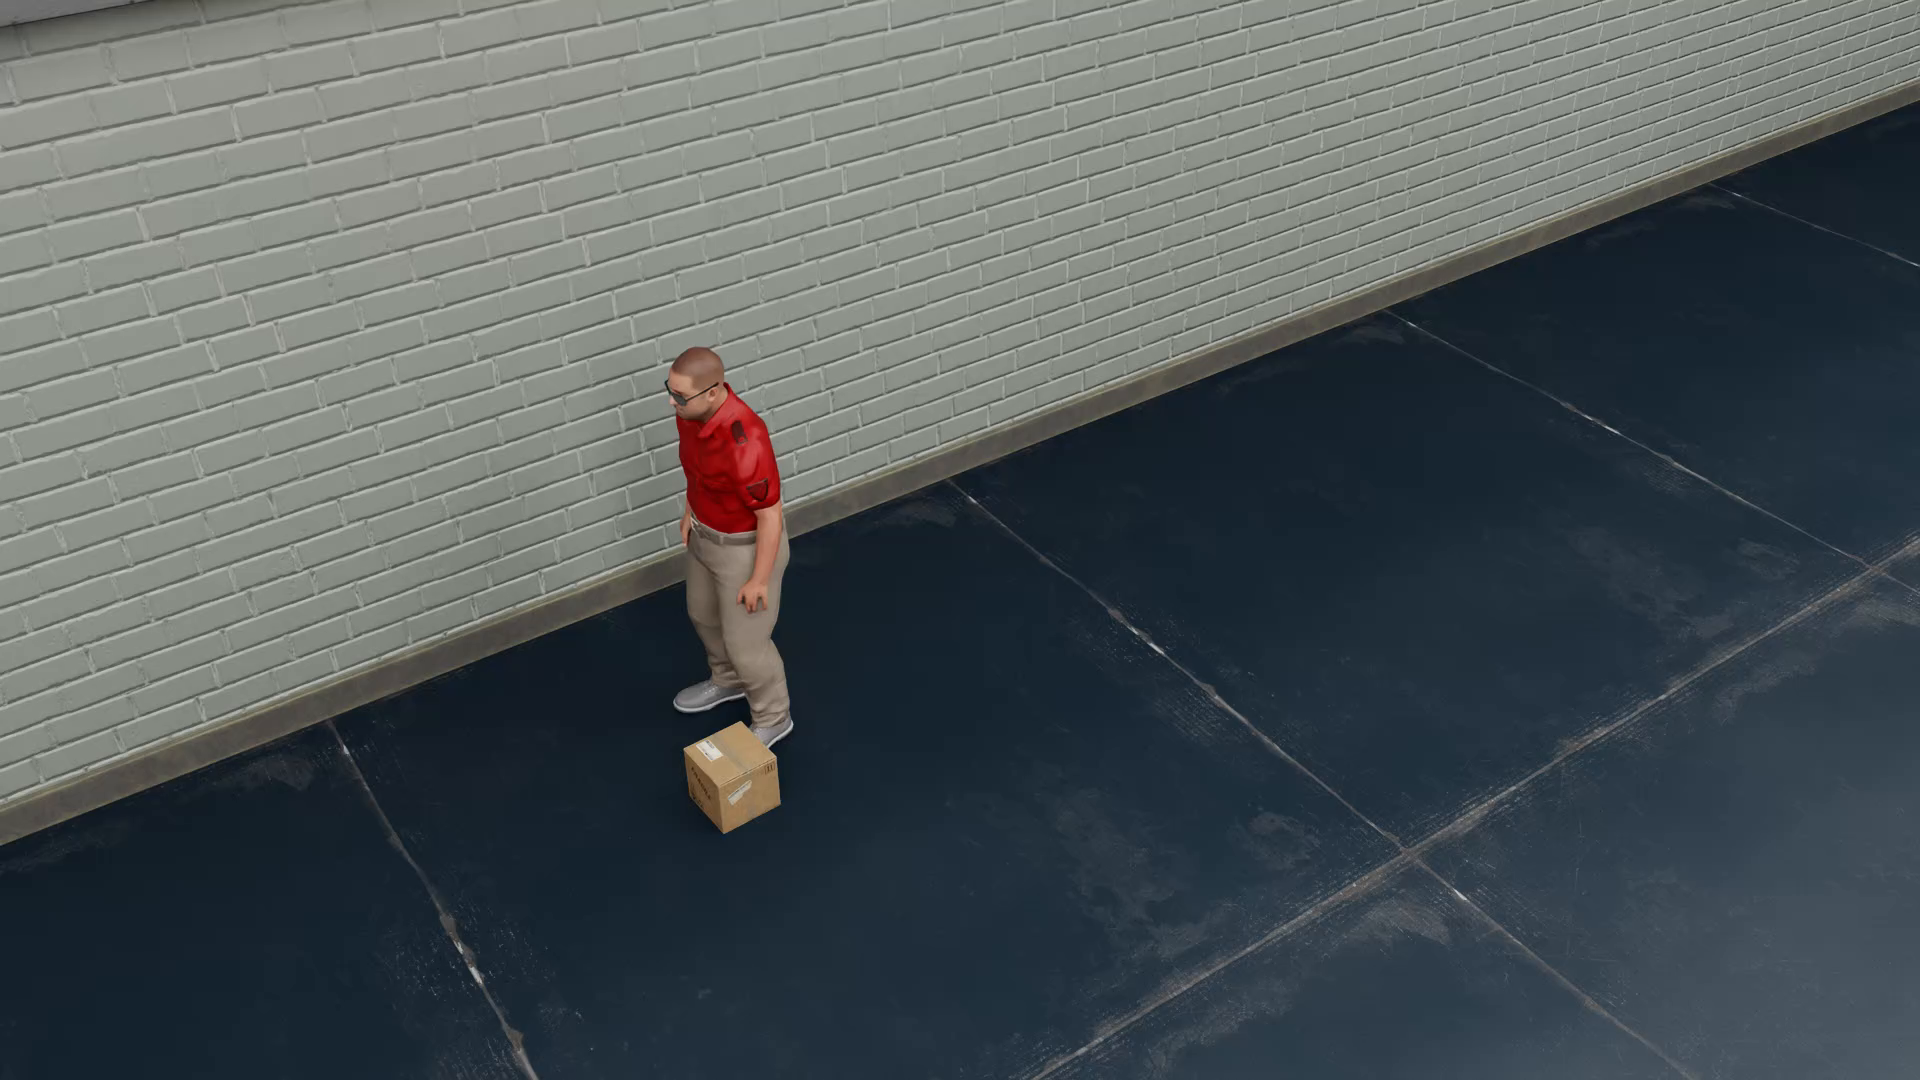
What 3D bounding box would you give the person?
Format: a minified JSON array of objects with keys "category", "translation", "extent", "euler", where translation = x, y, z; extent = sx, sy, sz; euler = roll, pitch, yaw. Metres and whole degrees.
[{"category":"person","translation":[-0.853,0.032,6.116],"extent":[0.396,1.726,0.585],"euler":[-22,42,-28]}]
